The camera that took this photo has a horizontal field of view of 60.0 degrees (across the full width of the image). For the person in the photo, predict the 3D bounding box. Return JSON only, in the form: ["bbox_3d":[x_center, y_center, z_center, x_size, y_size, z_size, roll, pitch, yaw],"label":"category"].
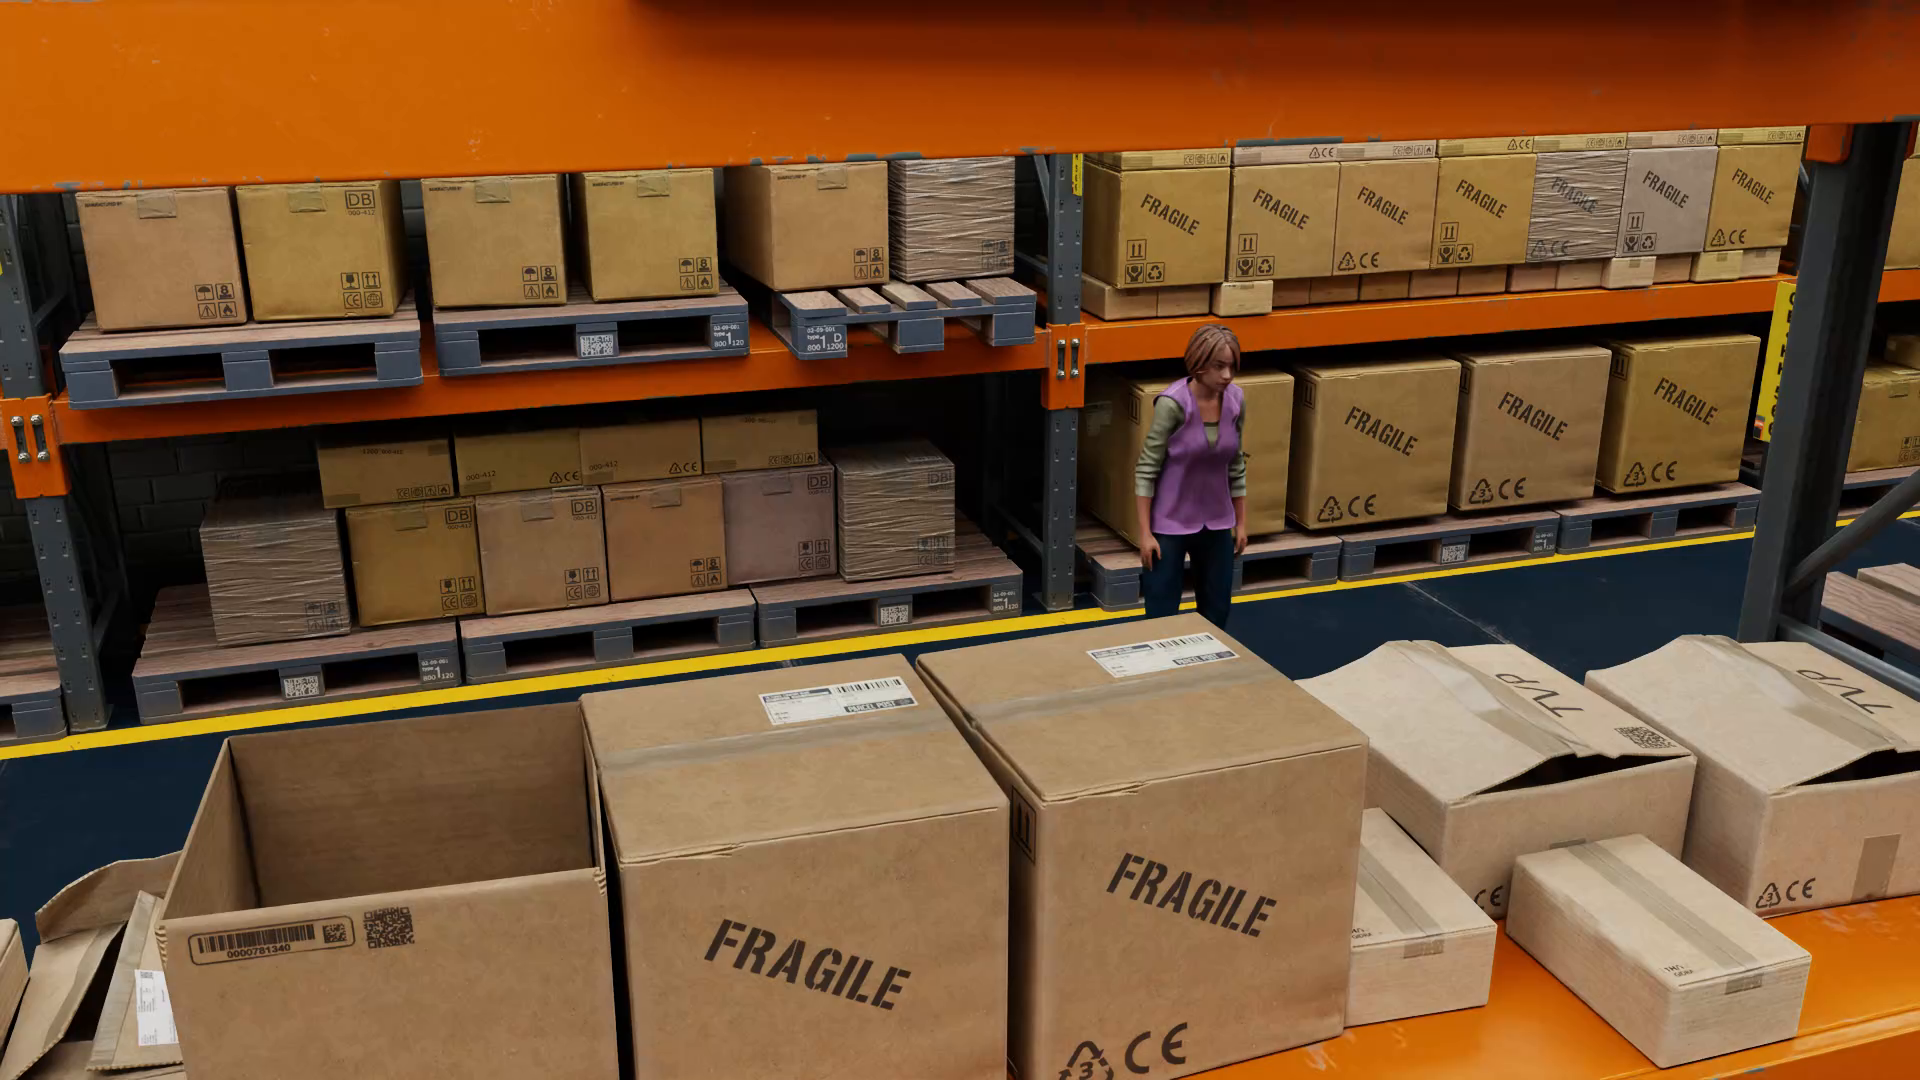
[{"bbox_3d":[0.852,-0.019,6.157,0.477,1.580,0.345,-8,21,-20],"label":"person"}]
